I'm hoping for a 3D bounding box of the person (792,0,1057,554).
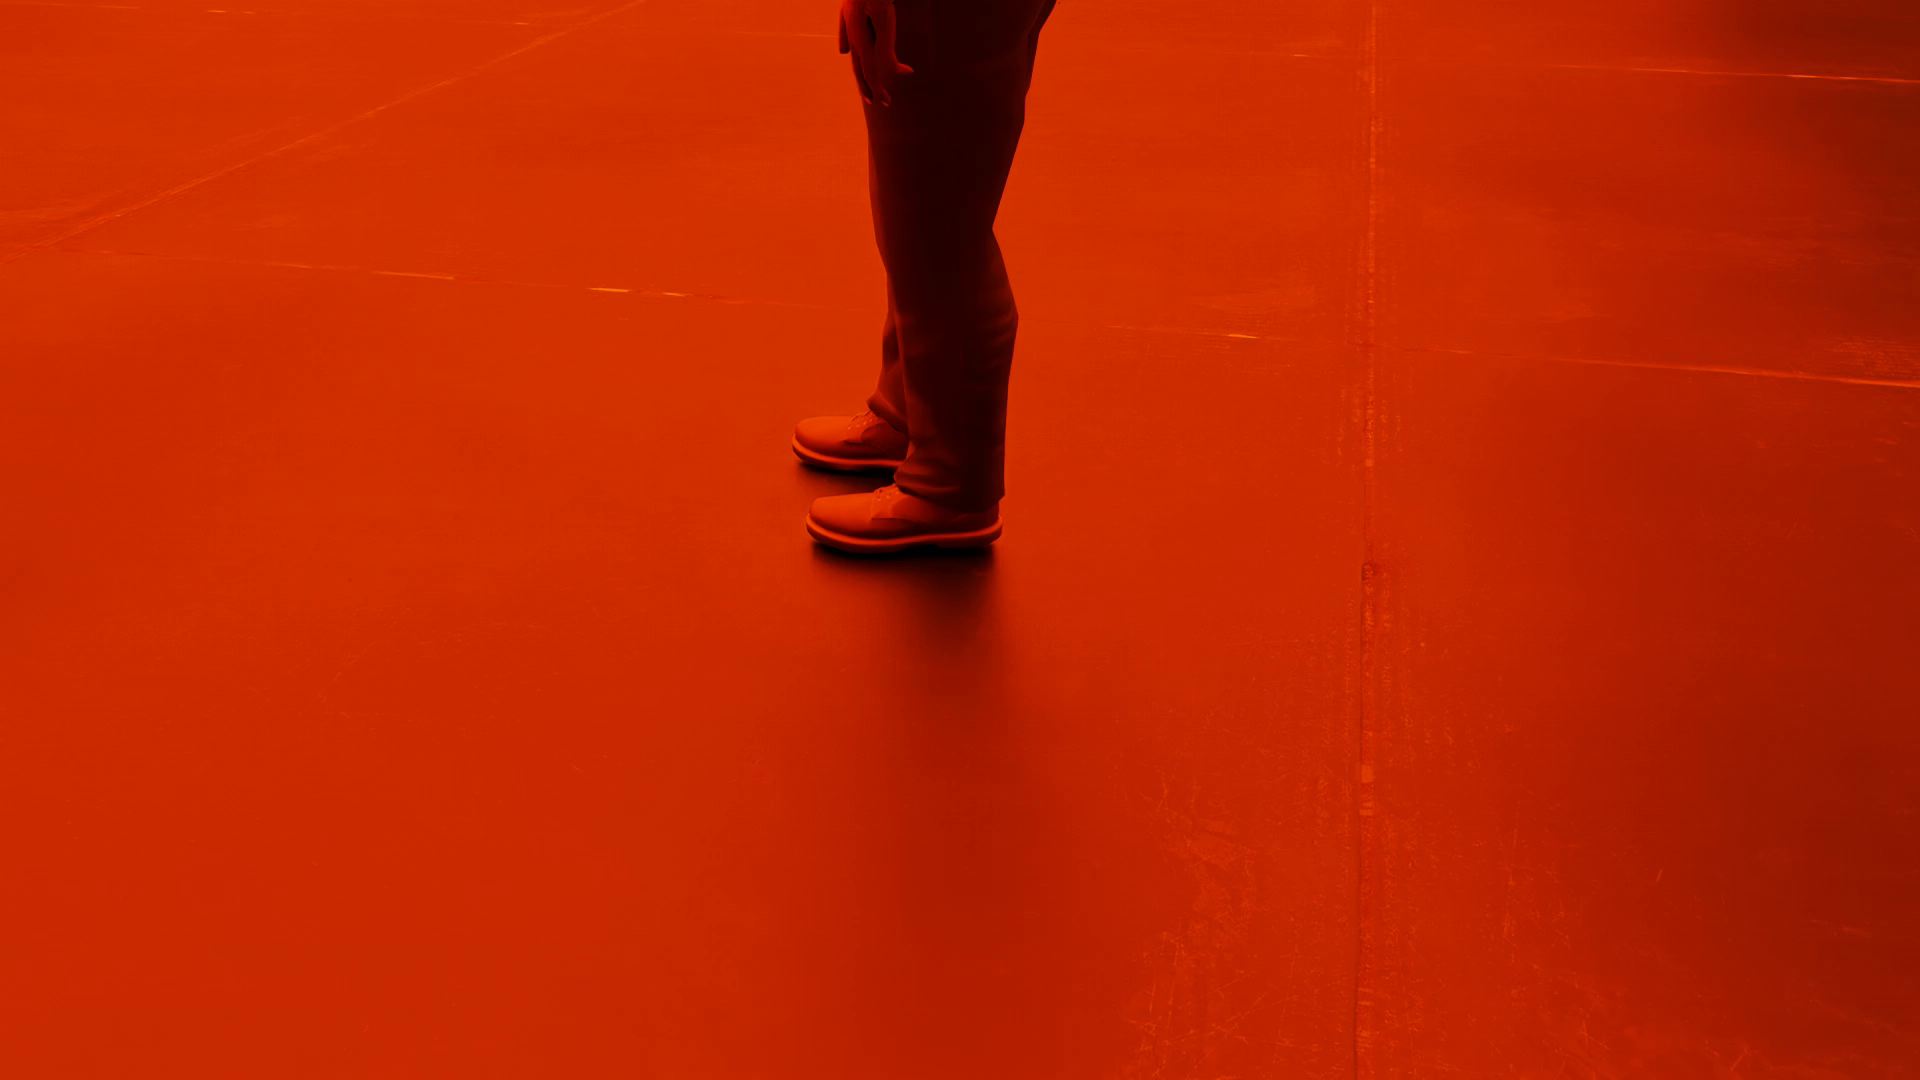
[{"bbox_3d":[-0.082,-0.762,2.158,0.503,1.656,0.570,6,27,11],"label":"person"}]
